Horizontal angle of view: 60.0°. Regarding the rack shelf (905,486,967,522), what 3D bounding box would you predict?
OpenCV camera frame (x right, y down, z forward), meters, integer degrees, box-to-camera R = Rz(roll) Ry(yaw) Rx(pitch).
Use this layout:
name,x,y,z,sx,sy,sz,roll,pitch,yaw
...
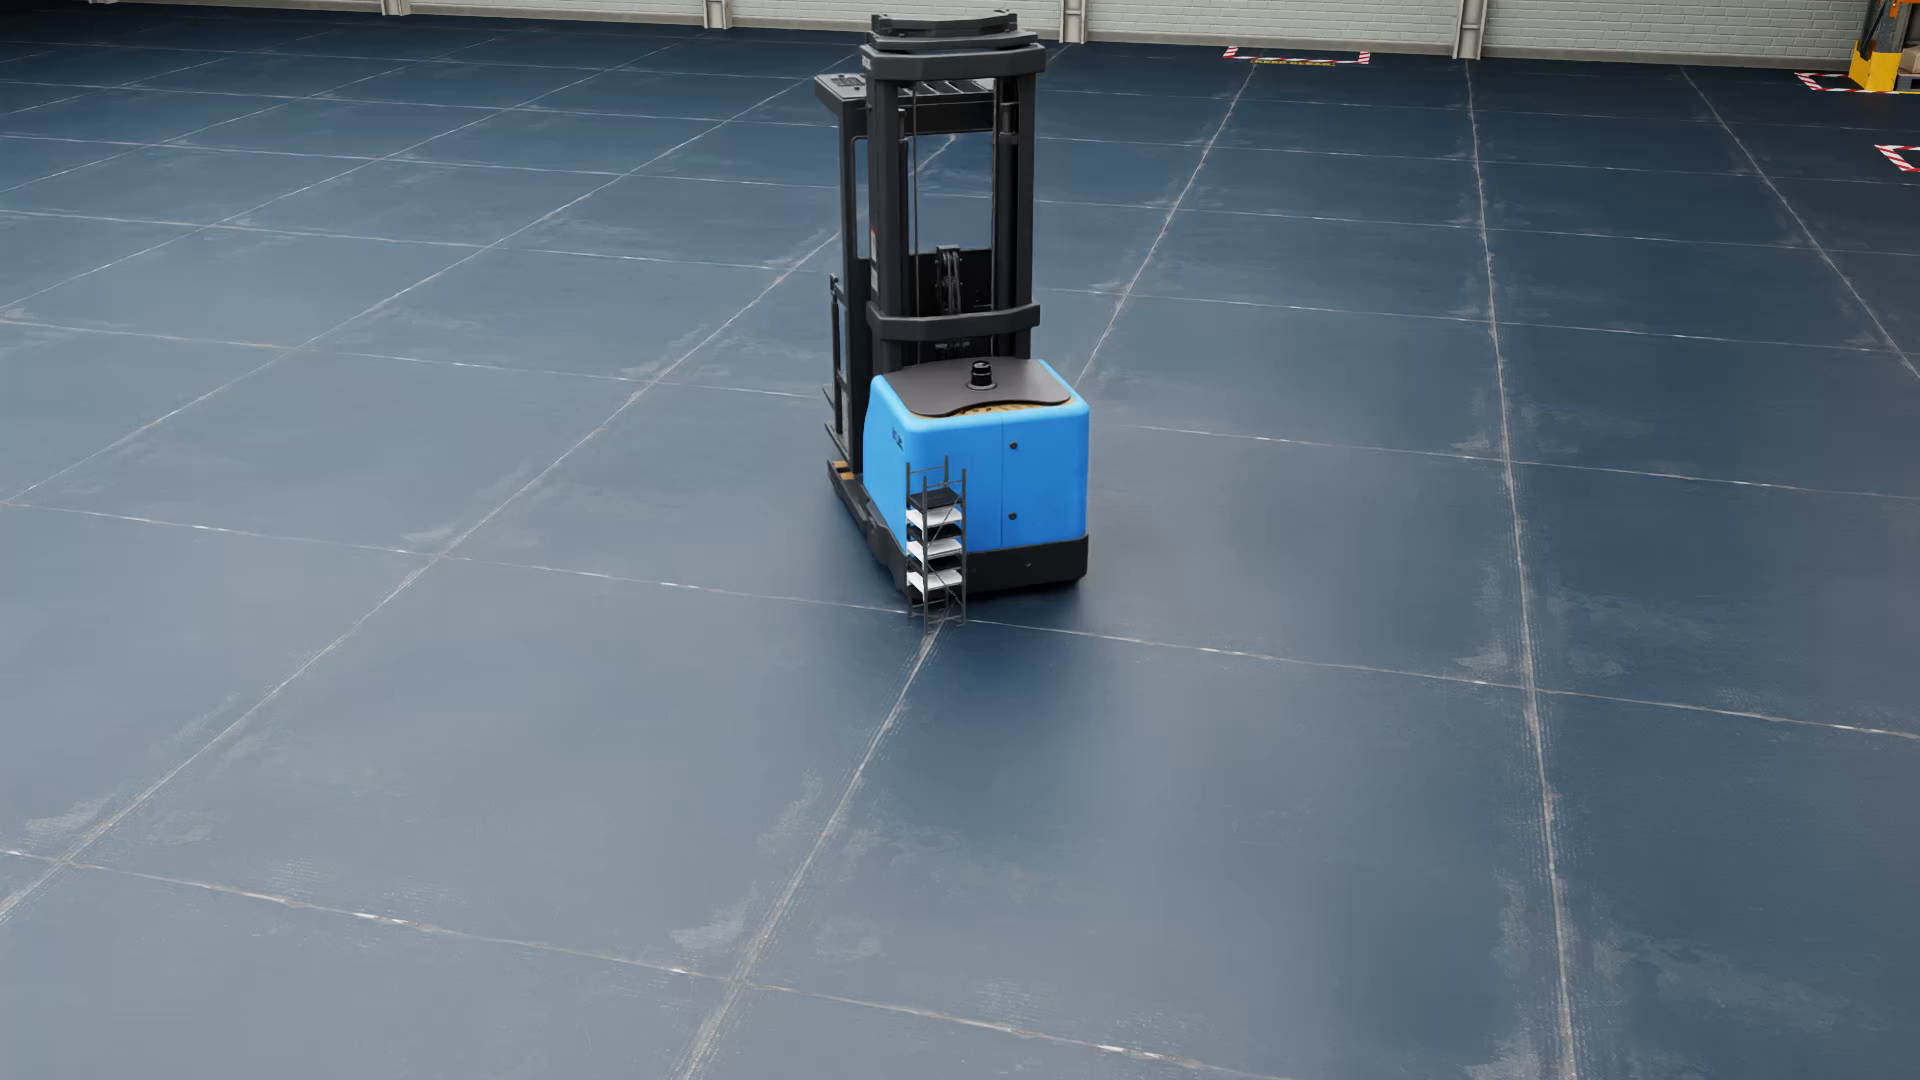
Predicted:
name,x,y,z,sx,sy,sz,roll,pitch,yaw
rack shelf,-0.123,-0.186,8.544,0.258,0.077,0.200,-12,28,-23

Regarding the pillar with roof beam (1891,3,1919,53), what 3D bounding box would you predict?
name,x,y,z,sx,sy,sz,roll,pitch,yaw
pillar with roof beam,12.345,-8.880,17.934,0.400,9.000,9.100,6,26,13

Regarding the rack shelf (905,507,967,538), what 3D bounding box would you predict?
name,x,y,z,sx,sy,sz,roll,pitch,yaw
rack shelf,-0.123,-0.105,8.582,0.258,0.077,0.200,-12,28,-23

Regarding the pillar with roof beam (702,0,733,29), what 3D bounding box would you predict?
name,x,y,z,sx,sy,sz,roll,pitch,yaw
pillar with roof beam,-5.088,-10.807,21.982,0.400,9.000,9.100,6,26,13

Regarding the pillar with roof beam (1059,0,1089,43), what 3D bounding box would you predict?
name,x,y,z,sx,sy,sz,roll,pitch,yaw
pillar with roof beam,0.723,-10.165,20.633,0.400,9.000,9.100,6,26,13

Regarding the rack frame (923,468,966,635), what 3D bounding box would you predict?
name,x,y,z,sx,sy,sz,roll,pitch,yaw
rack frame,-0.078,0.067,8.563,0.240,0.900,0.006,-12,28,-23

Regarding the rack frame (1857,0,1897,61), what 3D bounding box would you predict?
name,x,y,z,sx,sy,sz,roll,pitch,yaw
rack frame,12.524,-7.679,22.389,0.127,3.000,1.000,6,26,13

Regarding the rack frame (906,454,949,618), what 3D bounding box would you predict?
name,x,y,z,sx,sy,sz,roll,pitch,yaw
rack frame,-0.168,-0.012,8.728,0.240,0.900,0.006,-12,28,-23

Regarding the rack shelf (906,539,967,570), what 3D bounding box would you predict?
name,x,y,z,sx,sy,sz,roll,pitch,yaw
rack shelf,-0.123,0.058,8.660,0.258,0.077,0.200,-12,28,-23

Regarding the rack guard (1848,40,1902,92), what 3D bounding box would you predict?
name,x,y,z,sx,sy,sz,roll,pitch,yaw
rack guard,12.597,-6.542,22.909,0.348,0.500,1.175,6,26,13

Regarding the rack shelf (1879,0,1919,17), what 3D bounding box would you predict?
name,x,y,z,sx,sy,sz,roll,pitch,yaw
rack shelf,14.461,-7.140,22.094,4.000,0.370,1.077,6,26,13

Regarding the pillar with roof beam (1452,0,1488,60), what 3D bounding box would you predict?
name,x,y,z,sx,sy,sz,roll,pitch,yaw
pillar with roof beam,6.534,-9.523,19.283,0.400,9.000,9.100,6,26,13

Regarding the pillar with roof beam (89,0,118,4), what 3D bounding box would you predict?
name,x,y,z,sx,sy,sz,roll,pitch,yaw
pillar with roof beam,-16.710,-12.092,24.680,0.400,9.000,9.100,6,26,13

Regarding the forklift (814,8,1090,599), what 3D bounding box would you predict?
name,x,y,z,sx,sy,sz,roll,pitch,yaw
forklift,-0.200,-1.616,9.735,1.130,2.935,3.031,-7,26,-15

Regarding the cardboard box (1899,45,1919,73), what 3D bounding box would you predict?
name,x,y,z,sx,sy,sz,roll,pitch,yaw
cardboard box,13.172,-6.552,22.638,0.500,0.311,0.500,3,26,7

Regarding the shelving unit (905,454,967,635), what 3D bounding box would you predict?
name,x,y,z,sx,sy,sz,roll,pitch,yaw
shelving unit,-0.123,0.028,8.645,0.258,0.900,0.210,-12,28,-23

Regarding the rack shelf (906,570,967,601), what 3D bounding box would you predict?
name,x,y,z,sx,sy,sz,roll,pitch,yaw
rack shelf,-0.123,0.220,8.737,0.258,0.077,0.200,-12,28,-23

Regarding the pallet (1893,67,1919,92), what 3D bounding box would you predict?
name,x,y,z,sx,sy,sz,roll,pitch,yaw
pallet,13.375,-6.310,22.758,1.213,0.211,1.003,6,26,13

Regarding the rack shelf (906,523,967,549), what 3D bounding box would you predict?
name,x,y,z,sx,sy,sz,roll,pitch,yaw
rack shelf,-0.123,-0.024,8.621,0.258,0.077,0.200,-12,28,-23

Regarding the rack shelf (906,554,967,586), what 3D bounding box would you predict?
name,x,y,z,sx,sy,sz,roll,pitch,yaw
rack shelf,-0.123,0.139,8.698,0.258,0.077,0.200,-12,28,-23

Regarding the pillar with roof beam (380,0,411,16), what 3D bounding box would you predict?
name,x,y,z,sx,sy,sz,roll,pitch,yaw
pillar with roof beam,-10.899,-11.450,23.331,0.400,9.000,9.100,6,26,13
